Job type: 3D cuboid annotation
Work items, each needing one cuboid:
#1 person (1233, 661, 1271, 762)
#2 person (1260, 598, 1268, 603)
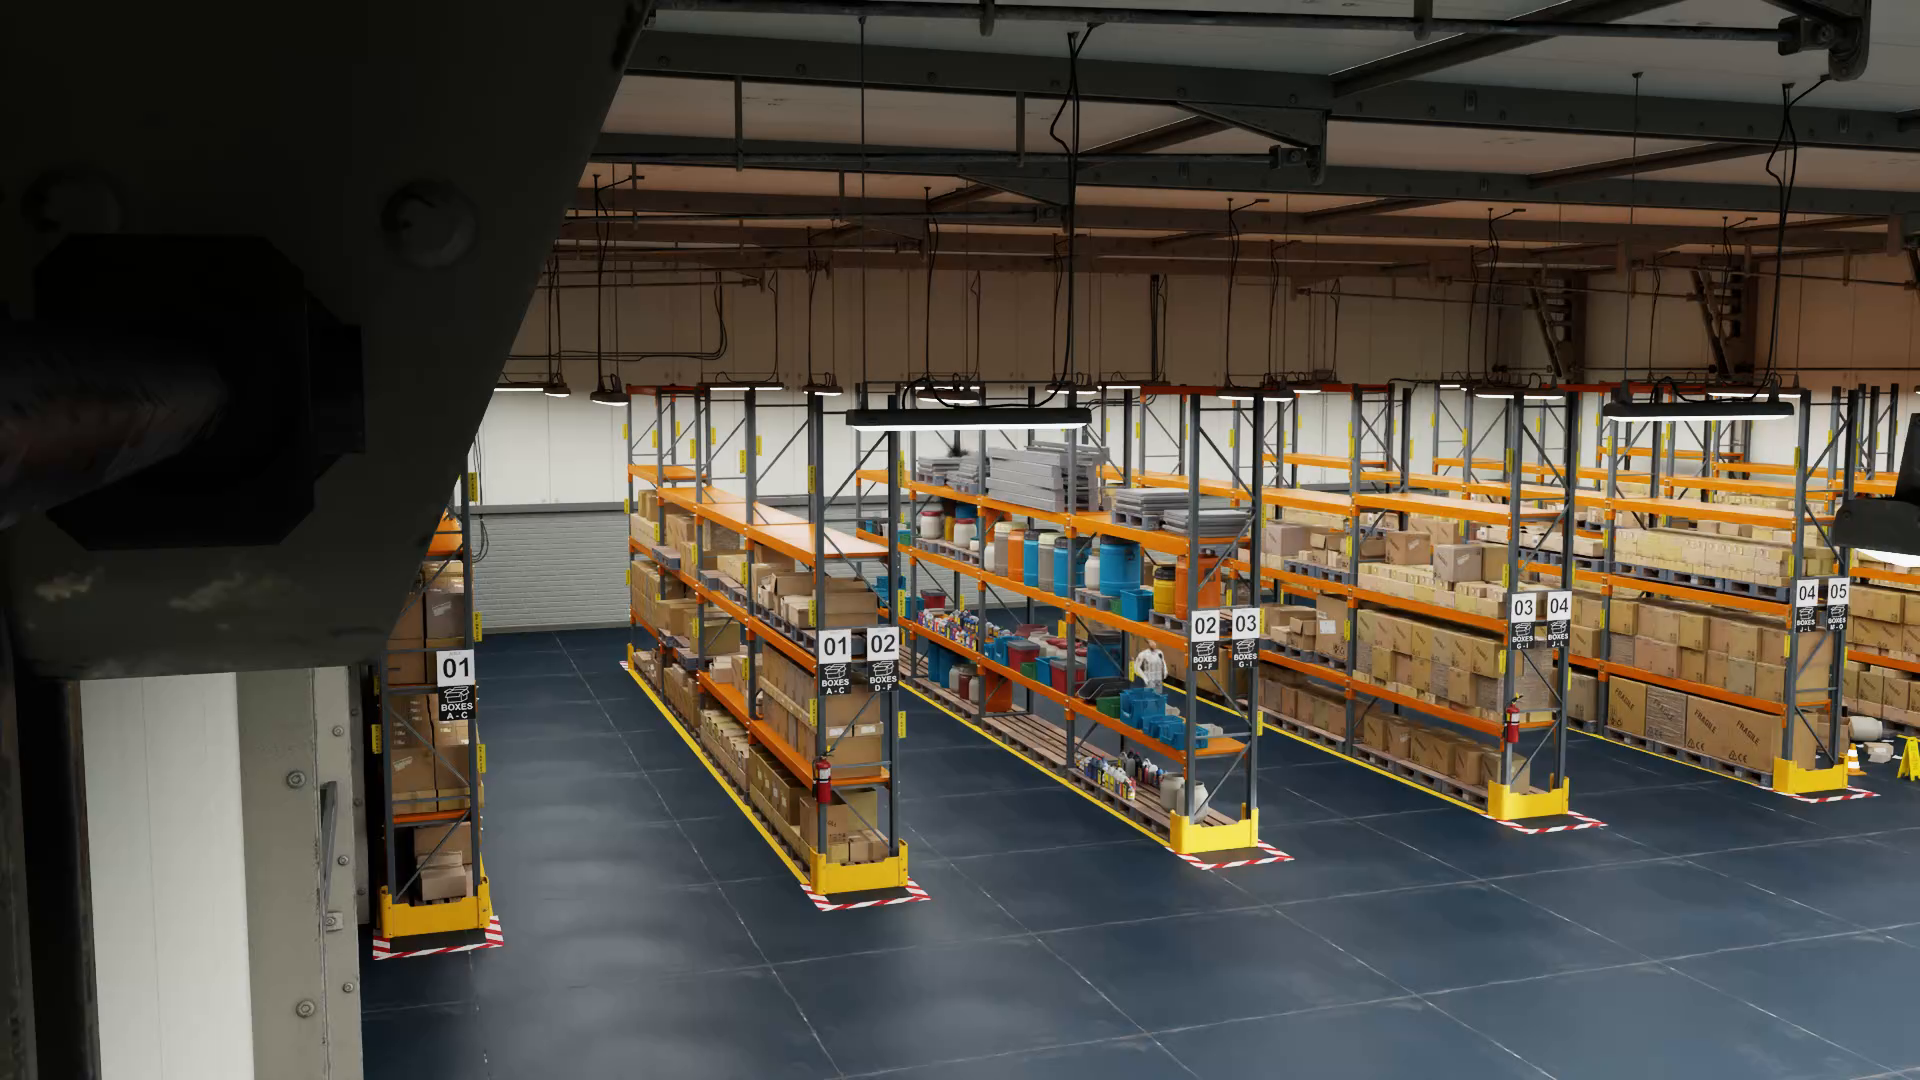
[{"bbox_3d":[4.743,2.761,26.670,0.608,1.650,0.540,-4,7,-33],"label":"person"},{"bbox_3d":[6.291,1.984,34.478,0.522,1.563,0.599,-3,7,-26],"label":"person"}]
